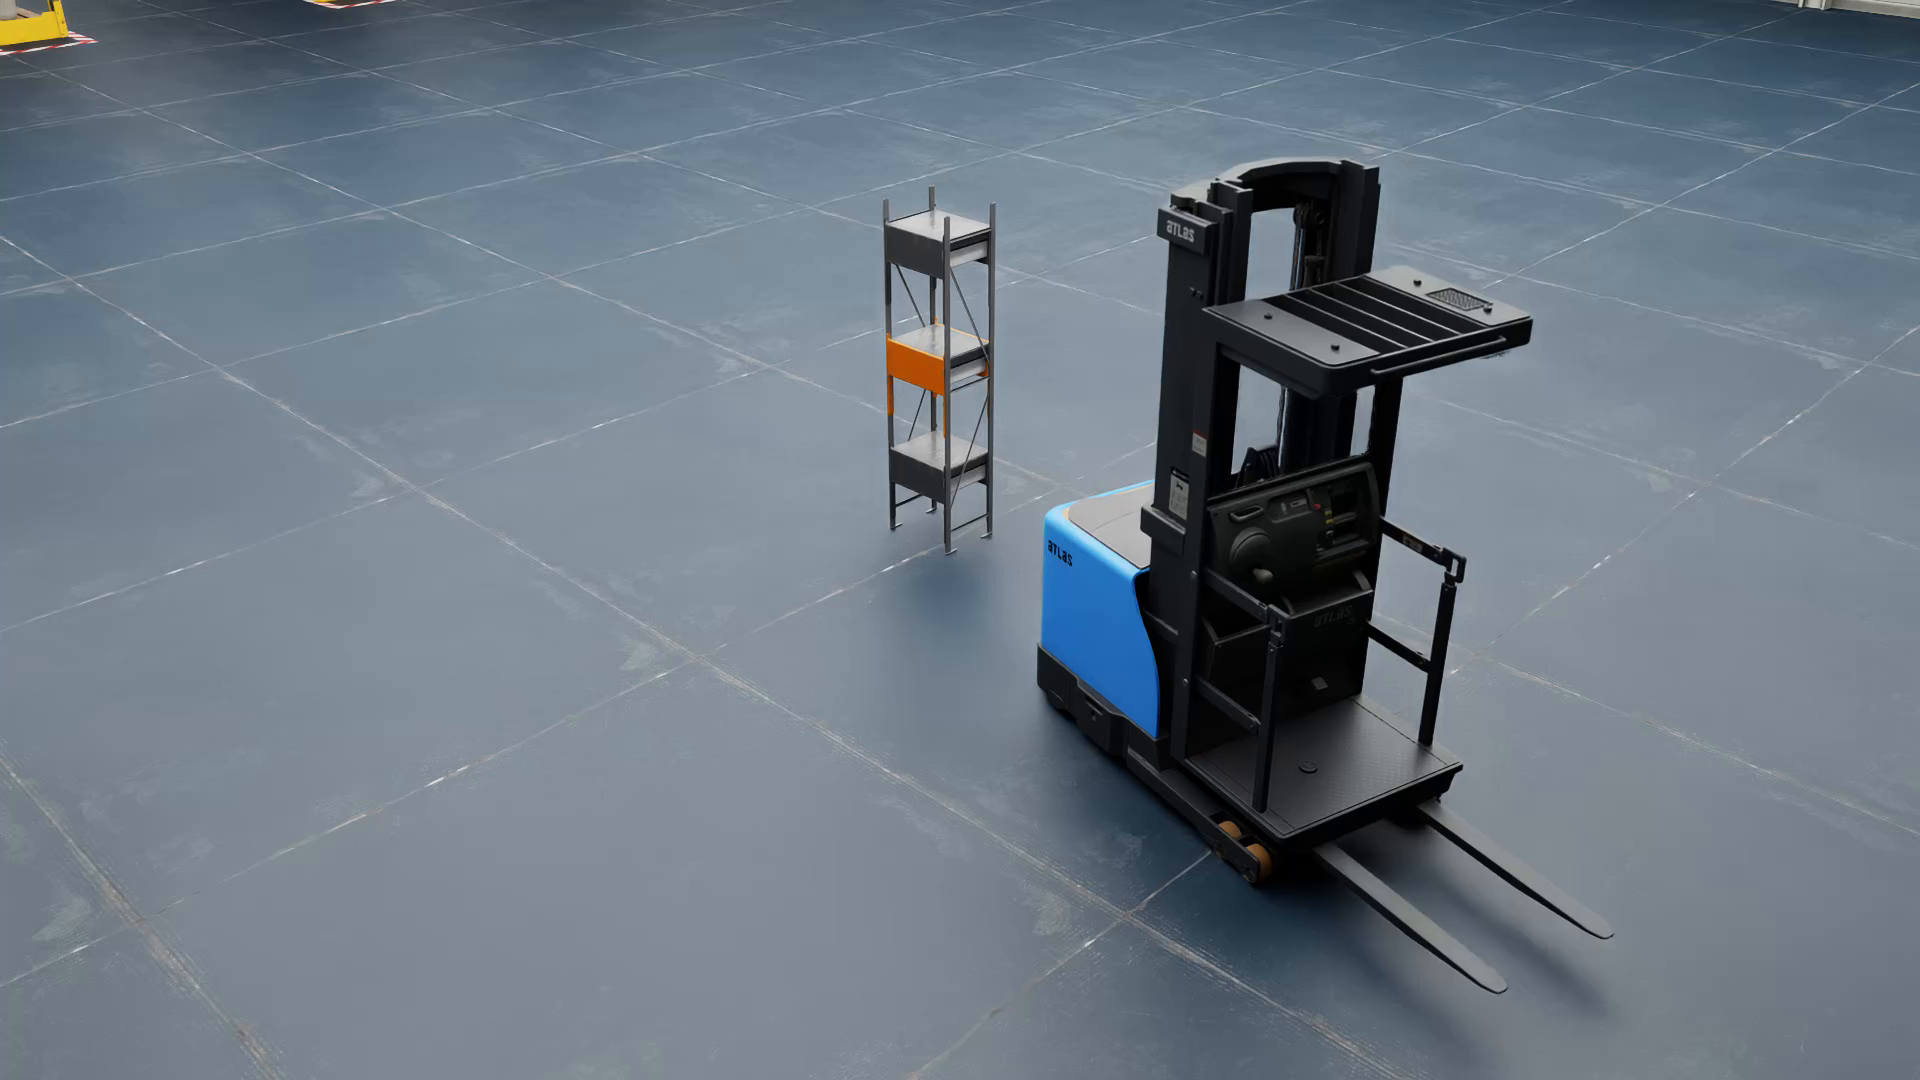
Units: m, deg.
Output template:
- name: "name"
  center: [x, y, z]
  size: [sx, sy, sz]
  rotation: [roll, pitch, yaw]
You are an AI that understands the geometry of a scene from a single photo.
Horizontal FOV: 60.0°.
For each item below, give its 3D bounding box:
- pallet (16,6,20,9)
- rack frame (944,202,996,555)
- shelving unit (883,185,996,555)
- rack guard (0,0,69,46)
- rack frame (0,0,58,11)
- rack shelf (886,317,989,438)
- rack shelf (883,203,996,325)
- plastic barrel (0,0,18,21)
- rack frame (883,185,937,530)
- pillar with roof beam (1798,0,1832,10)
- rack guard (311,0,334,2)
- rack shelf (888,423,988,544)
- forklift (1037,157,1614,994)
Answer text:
- name: "pallet"
  center: [-14.908, -7.943, 25.130]
  size: [1.213, 0.211, 1.003]
  rotation: [25, 36, 38]
- name: "rack frame"
  center: [0.056, -0.904, 9.713]
  size: [0.015, 2.100, 0.400]
  rotation: [25, 36, 38]
- name: "shelving unit"
  center: [-0.118, -0.983, 9.864]
  size: [0.503, 2.100, 0.431]
  rotation: [25, 36, 38]
- name: "rack guard"
  center: [-13.467, -7.406, 23.798]
  size: [0.348, 0.500, 1.175]
  rotation: [25, 36, 38]
- name: "rack frame"
  center: [-13.379, -8.503, 23.199]
  size: [0.127, 3.000, 1.000]
  rotation: [25, 36, 38]
- name: "rack shelf"
  center: [-0.118, -0.971, 9.870]
  size: [0.480, 0.518, 0.431]
  rotation: [25, 36, 38]
- name: "rack shelf"
  center: [-0.118, -1.591, 9.545]
  size: [0.480, 0.518, 0.431]
  rotation: [25, 36, 38]
- name: "plastic barrel"
  center: [-13.902, -7.778, 24.040]
  size: [0.421, 0.512, 0.421]
  rotation: [0, 28, 0]
- name: "rack frame"
  center: [-0.292, -1.063, 10.015]
  size: [0.015, 2.100, 0.400]
  rotation: [25, 36, 38]
- name: "pillar with roof beam"
  center: [10.471, -10.964, 21.432]
  size: [0.400, 9.000, 9.100]
  rotation: [25, 36, 38]
- name: "rack guard"
  center: [-9.961, -9.066, 26.954]
  size: [0.348, 0.500, 1.175]
  rotation: [25, 36, 38]
- name: "rack shelf"
  center: [-0.118, -0.352, 10.196]
  size: [0.480, 0.518, 0.431]
  rotation: [25, 36, 38]
- name: "forklift"
  center: [1.589, -0.029, 7.155]
  size: [1.130, 2.935, 3.031]
  rotation: [-16, 32, -27]
